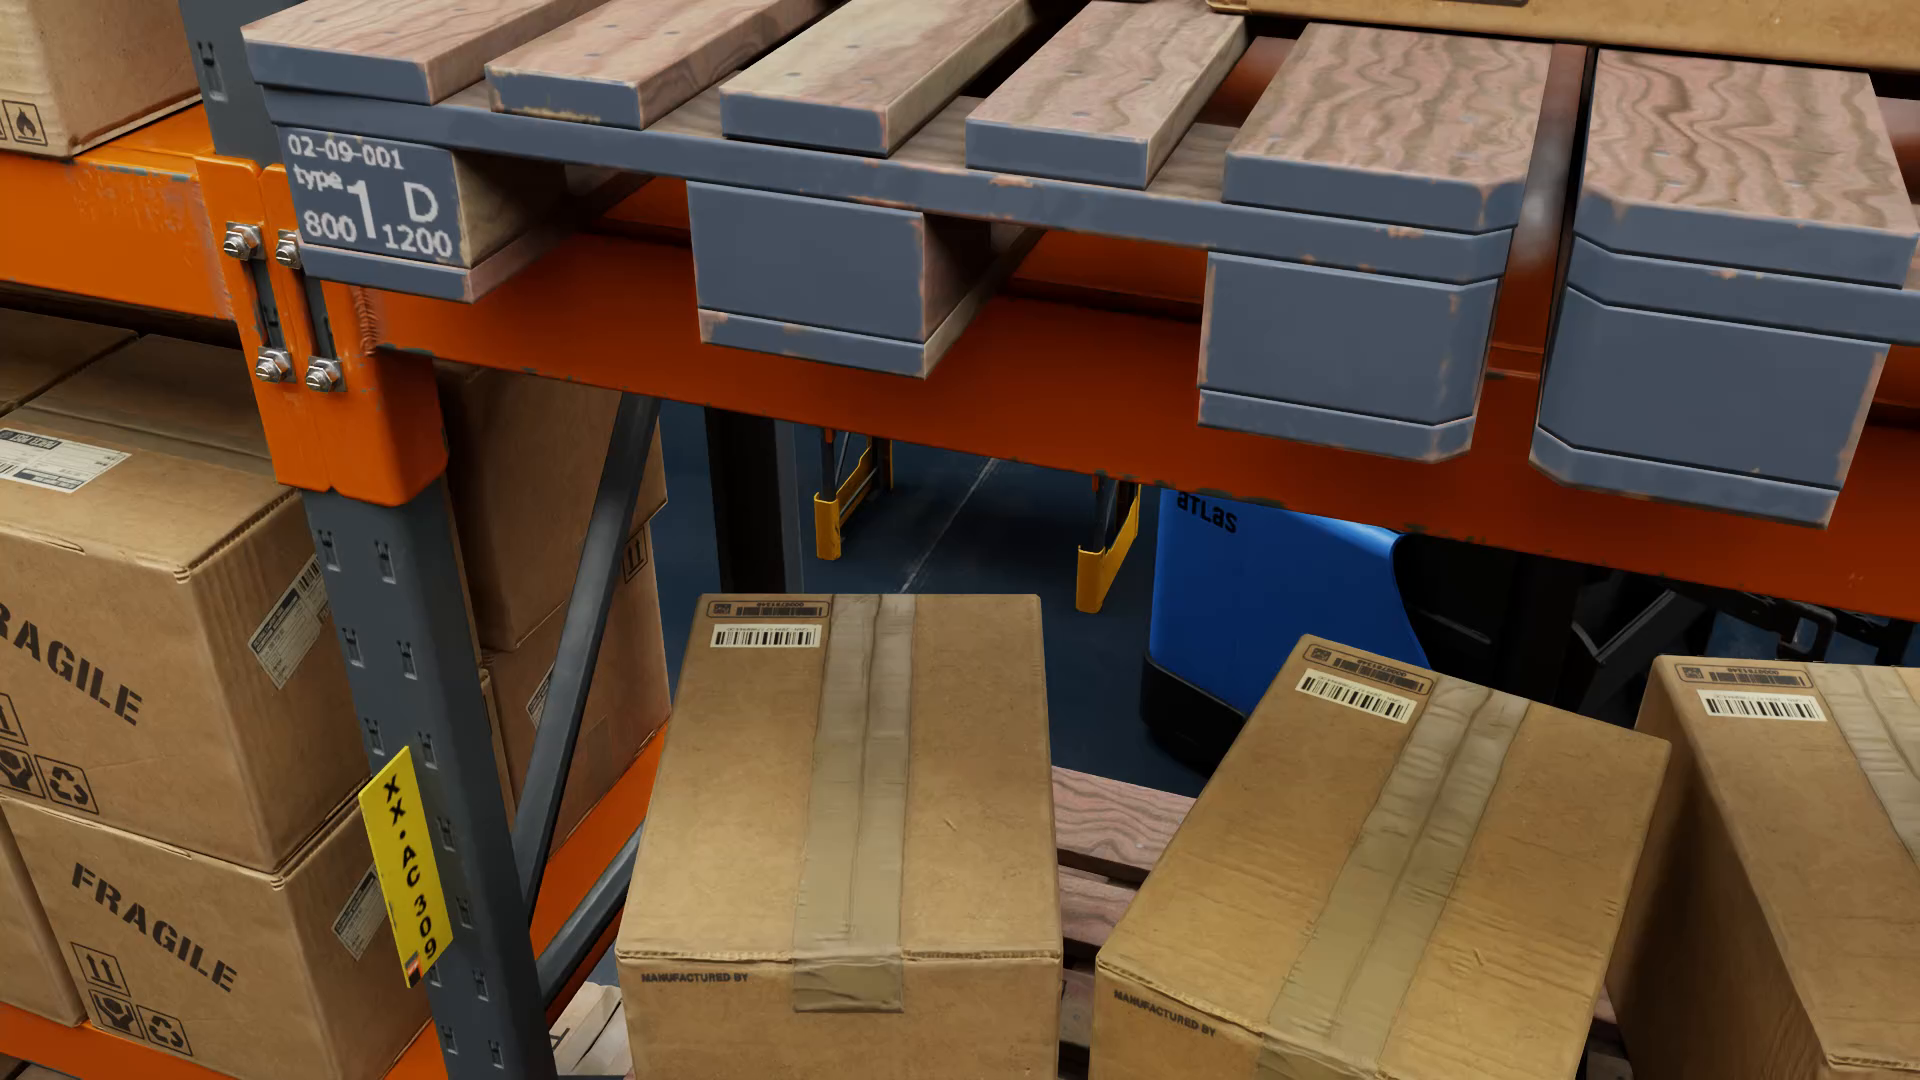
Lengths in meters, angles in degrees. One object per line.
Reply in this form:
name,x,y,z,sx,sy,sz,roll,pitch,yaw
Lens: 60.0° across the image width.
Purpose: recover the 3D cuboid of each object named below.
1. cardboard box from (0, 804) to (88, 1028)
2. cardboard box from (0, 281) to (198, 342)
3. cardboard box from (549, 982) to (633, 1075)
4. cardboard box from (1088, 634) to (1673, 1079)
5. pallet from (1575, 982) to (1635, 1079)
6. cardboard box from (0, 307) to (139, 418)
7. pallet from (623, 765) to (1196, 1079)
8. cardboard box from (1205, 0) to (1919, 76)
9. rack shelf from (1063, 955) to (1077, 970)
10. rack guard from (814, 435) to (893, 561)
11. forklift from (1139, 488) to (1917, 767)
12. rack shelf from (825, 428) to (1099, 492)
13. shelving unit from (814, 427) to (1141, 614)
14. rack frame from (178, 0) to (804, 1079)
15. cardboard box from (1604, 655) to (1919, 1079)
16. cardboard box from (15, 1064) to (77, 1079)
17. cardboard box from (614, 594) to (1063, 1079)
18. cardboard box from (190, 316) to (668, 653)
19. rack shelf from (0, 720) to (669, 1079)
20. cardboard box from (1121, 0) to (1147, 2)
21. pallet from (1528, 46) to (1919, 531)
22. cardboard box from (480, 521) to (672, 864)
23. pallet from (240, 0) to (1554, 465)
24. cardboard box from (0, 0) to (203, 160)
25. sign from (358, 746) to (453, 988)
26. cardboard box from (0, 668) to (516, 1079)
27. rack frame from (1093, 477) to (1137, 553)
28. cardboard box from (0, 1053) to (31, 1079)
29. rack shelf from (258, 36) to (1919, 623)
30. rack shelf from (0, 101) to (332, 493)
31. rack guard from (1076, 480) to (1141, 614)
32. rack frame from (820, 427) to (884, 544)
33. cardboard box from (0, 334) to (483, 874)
cardboard box,-1.547,0.396,2.779,0.500,0.500,0.500,12,35,18
cardboard box,-1.339,-0.294,2.926,0.500,0.500,0.500,10,34,15
cardboard box,-0.826,1.250,3.622,0.500,0.311,0.500,11,34,16
cardboard box,0.535,0.568,2.125,0.500,0.500,0.700,17,36,24
pallet,1.429,0.951,2.188,1.213,0.211,1.003,11,34,16
cardboard box,-1.551,-0.023,2.506,0.500,0.500,0.500,10,34,16
pallet,0.211,0.775,2.461,1.213,0.211,1.003,11,34,16
cardboard box,0.582,-0.788,1.368,0.600,0.600,0.600,11,34,16
rack shelf,1.379,1.160,2.350,4.000,0.370,1.077,11,34,16
rack guard,-0.397,-0.182,6.302,0.087,0.250,0.587,11,34,16
forklift,1.962,-0.240,3.920,1.130,2.935,3.031,-28,42,-36
rack shelf,0.080,-0.463,5.917,1.000,0.185,0.538,11,34,16
shelving unit,0.072,-0.616,5.822,1.083,1.500,0.587,11,34,16
rack frame,-0.505,0.494,2.720,0.053,2.616,0.949,11,34,16
cardboard box,1.180,0.566,2.129,0.500,0.500,0.700,3,33,4
cardboard box,-1.842,1.340,3.482,0.500,0.311,0.500,11,34,16
cardboard box,-0.134,0.475,2.270,0.500,0.500,0.700,0,33,0
cardboard box,-0.853,-0.200,2.780,0.500,0.500,0.500,12,35,18
rack shelf,-2.387,0.428,3.484,4.000,0.370,1.077,11,34,16
cardboard box,-0.055,-0.899,1.539,0.600,0.600,0.600,8,34,12
pallet,1.063,-0.346,1.428,1.003,0.211,1.213,11,34,16
cardboard box,-0.892,0.218,3.055,0.500,0.500,0.500,12,35,18
pallet,0.086,-0.534,1.719,1.003,0.211,1.213,11,34,16
cardboard box,-1.052,-0.658,1.877,0.500,0.250,0.500,11,34,16
sign,-0.680,0.407,2.056,0.005,0.325,0.100,11,34,16
cardboard box,-1.061,0.490,2.634,0.500,0.500,0.500,12,35,17
rack frame,0.559,-0.521,5.675,0.032,1.500,0.500,11,34,16
cardboard box,-2.275,1.015,3.808,0.637,0.503,0.797,11,34,16
rack shelf,1.379,-0.100,1.537,4.000,0.370,1.077,11,34,16
rack shelf,-2.387,-0.832,2.671,4.000,0.370,1.077,11,34,16
rack guard,0.541,0.000,6.019,0.087,0.250,0.587,11,34,16
rack frame,-0.398,-0.707,5.963,0.032,1.500,0.500,11,34,16
cardboard box,-1.068,0.070,2.362,0.500,0.500,0.500,11,34,17
